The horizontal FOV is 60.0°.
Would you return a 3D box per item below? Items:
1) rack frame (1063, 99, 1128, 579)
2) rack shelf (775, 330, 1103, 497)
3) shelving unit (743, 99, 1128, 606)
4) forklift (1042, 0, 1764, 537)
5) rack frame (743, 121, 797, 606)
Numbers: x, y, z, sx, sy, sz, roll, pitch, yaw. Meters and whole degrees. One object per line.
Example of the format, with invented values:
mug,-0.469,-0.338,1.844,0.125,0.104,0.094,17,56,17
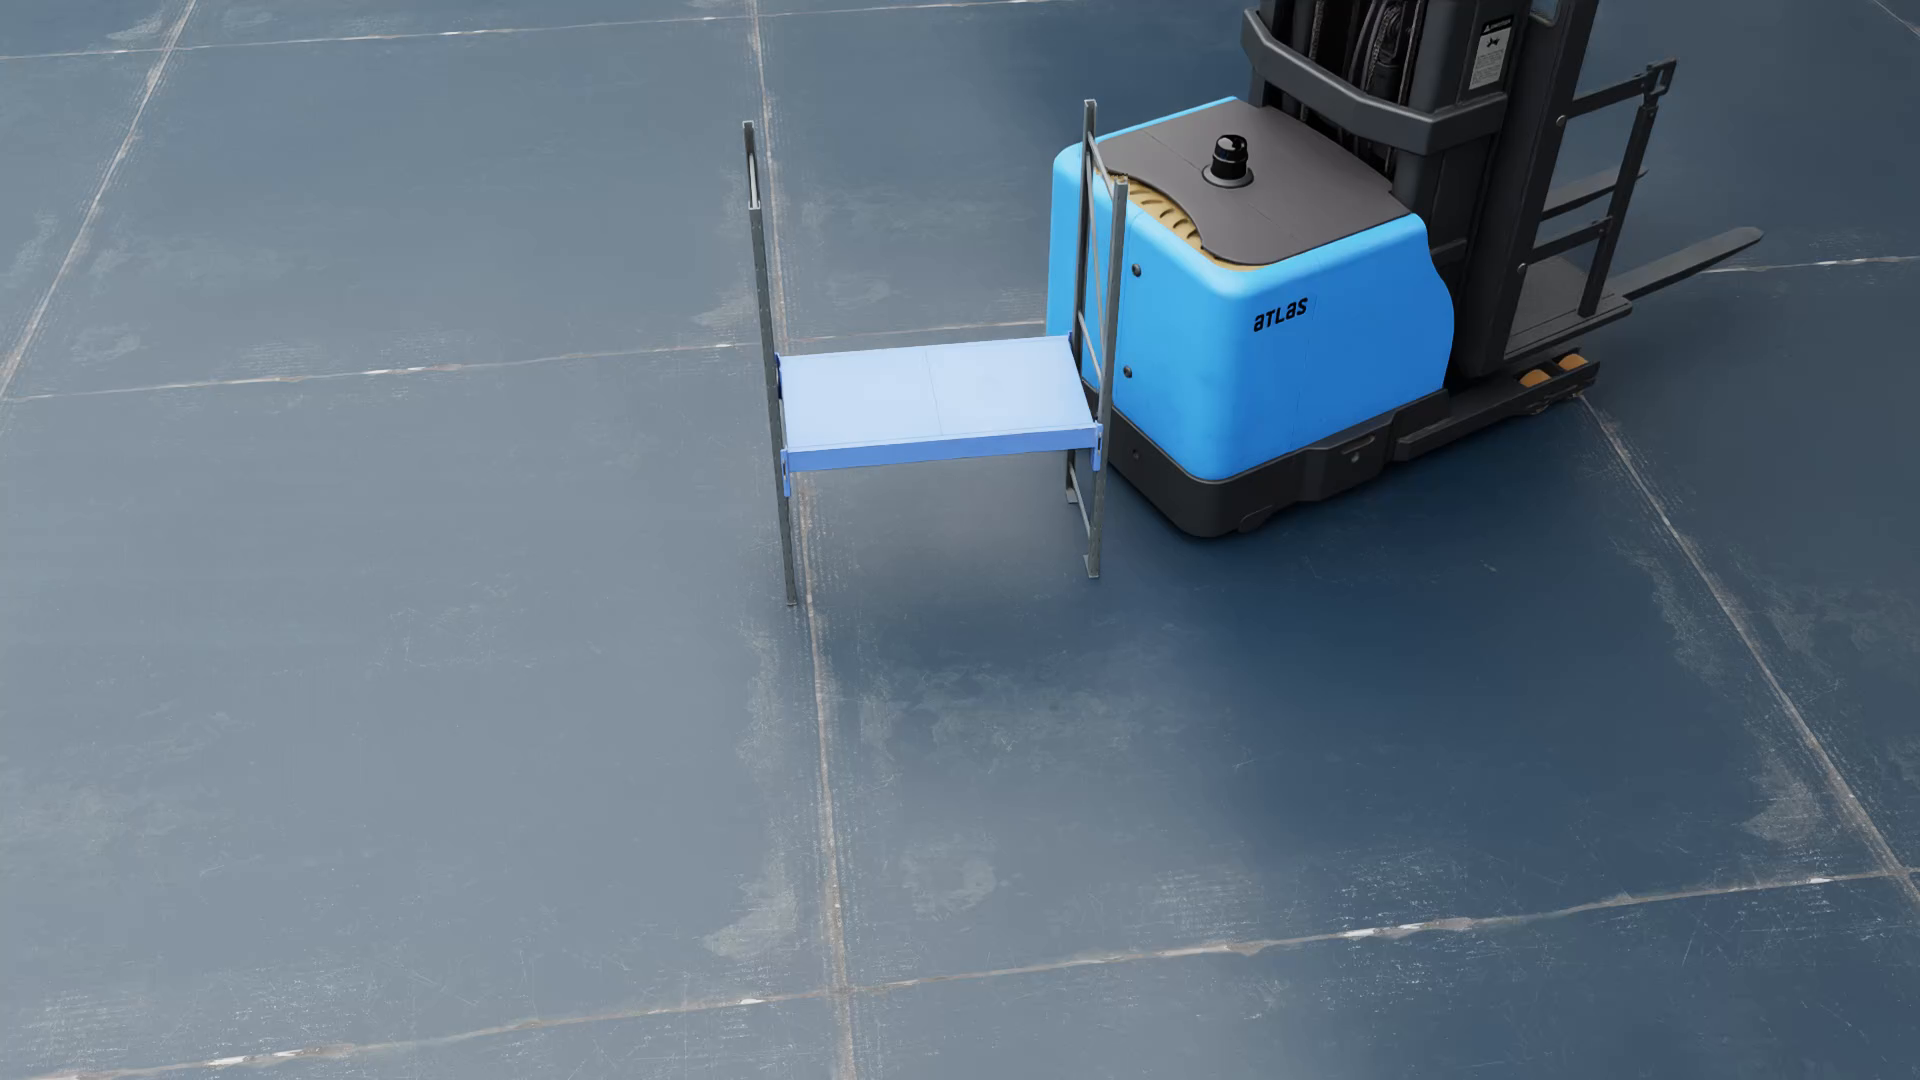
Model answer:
rack frame,0.419,-0.594,5.288,0.032,1.500,0.500,-5,42,-6
rack shelf,-0.085,-0.416,5.360,1.000,0.185,0.538,-5,42,-6
shelving unit,-0.085,-0.549,5.239,1.048,1.500,0.538,-5,42,-6
forklift,1.828,-1.843,5.605,3.031,2.935,1.130,-22,47,-23
rack frame,-0.589,-0.505,5.190,0.032,1.500,0.500,-5,42,-6
